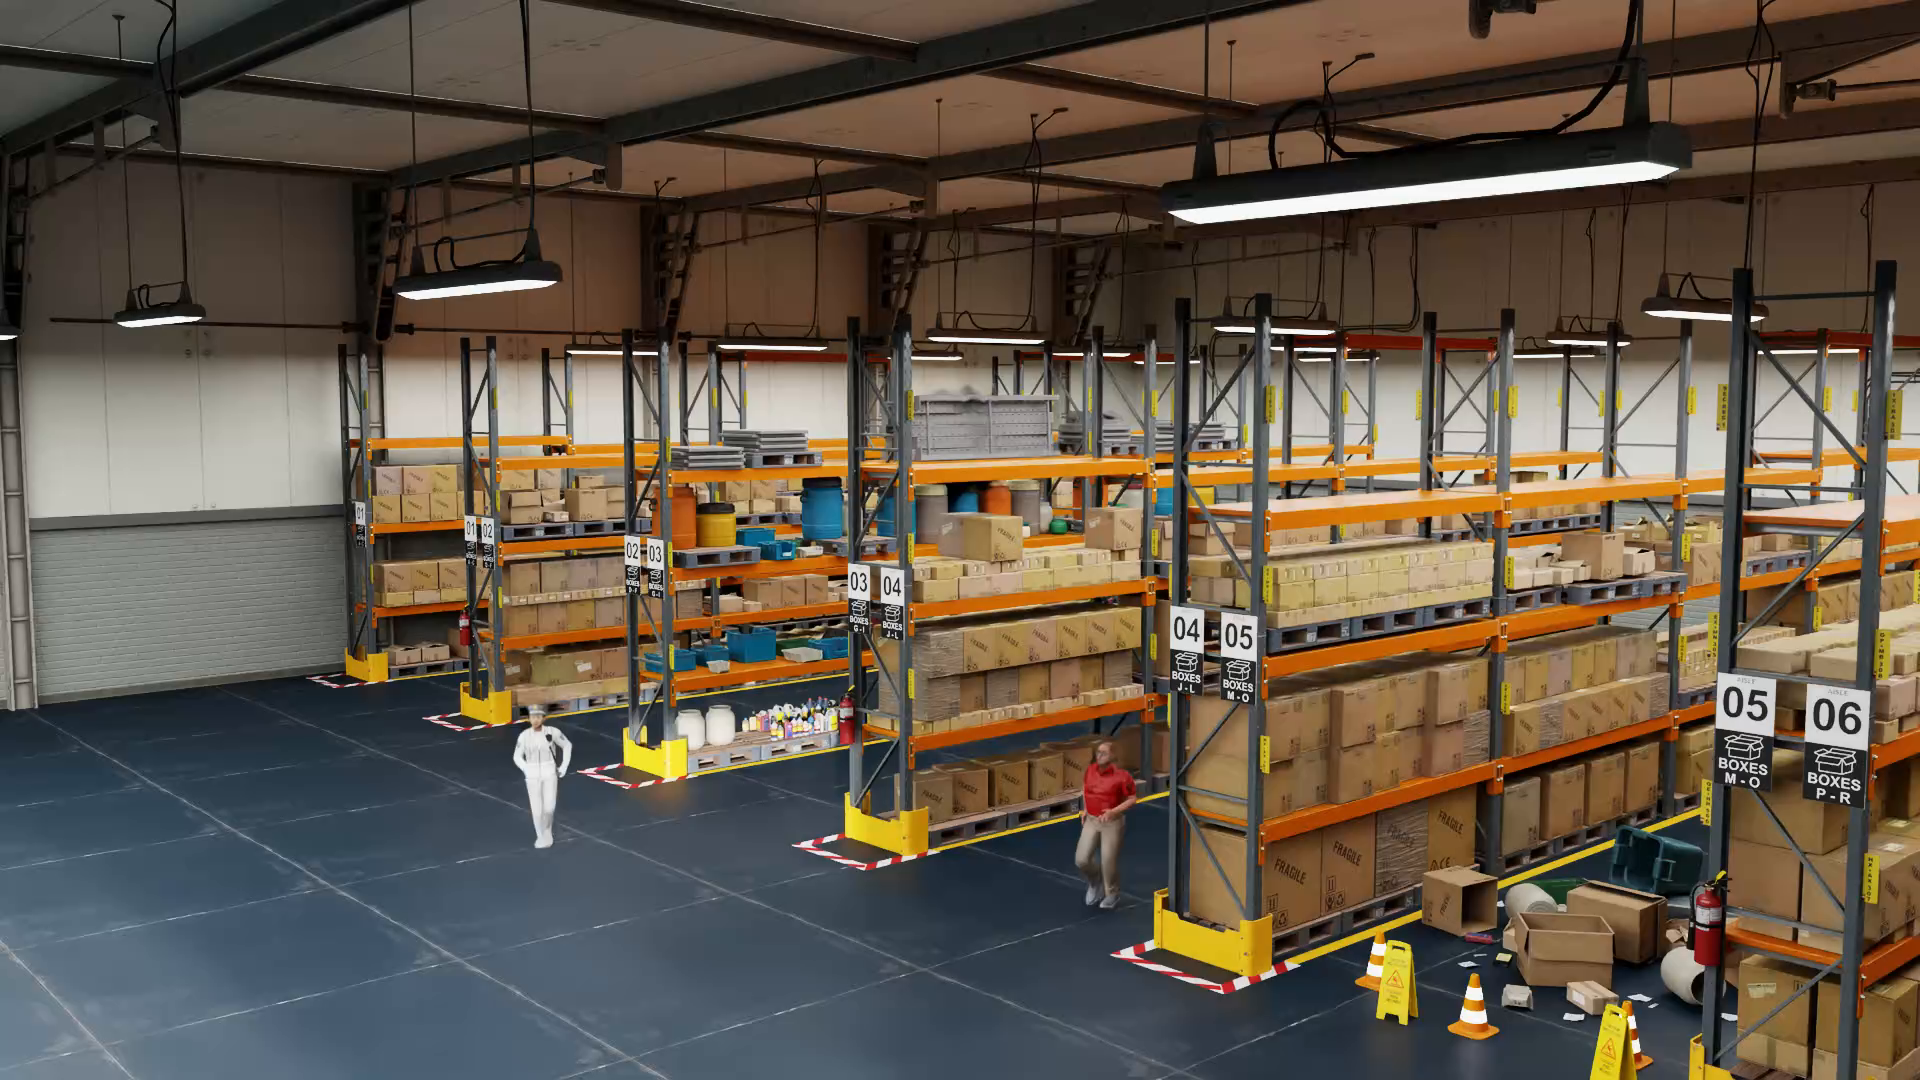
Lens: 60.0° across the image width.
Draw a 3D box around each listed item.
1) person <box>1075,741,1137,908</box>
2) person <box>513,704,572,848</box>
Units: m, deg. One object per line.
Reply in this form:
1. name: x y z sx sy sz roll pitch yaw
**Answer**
1. person: 1.421 2.845 16.515 0.667 1.703 0.621 3 6 32
2. person: -4.700 2.660 18.702 0.628 1.655 0.593 -1 5 -8
